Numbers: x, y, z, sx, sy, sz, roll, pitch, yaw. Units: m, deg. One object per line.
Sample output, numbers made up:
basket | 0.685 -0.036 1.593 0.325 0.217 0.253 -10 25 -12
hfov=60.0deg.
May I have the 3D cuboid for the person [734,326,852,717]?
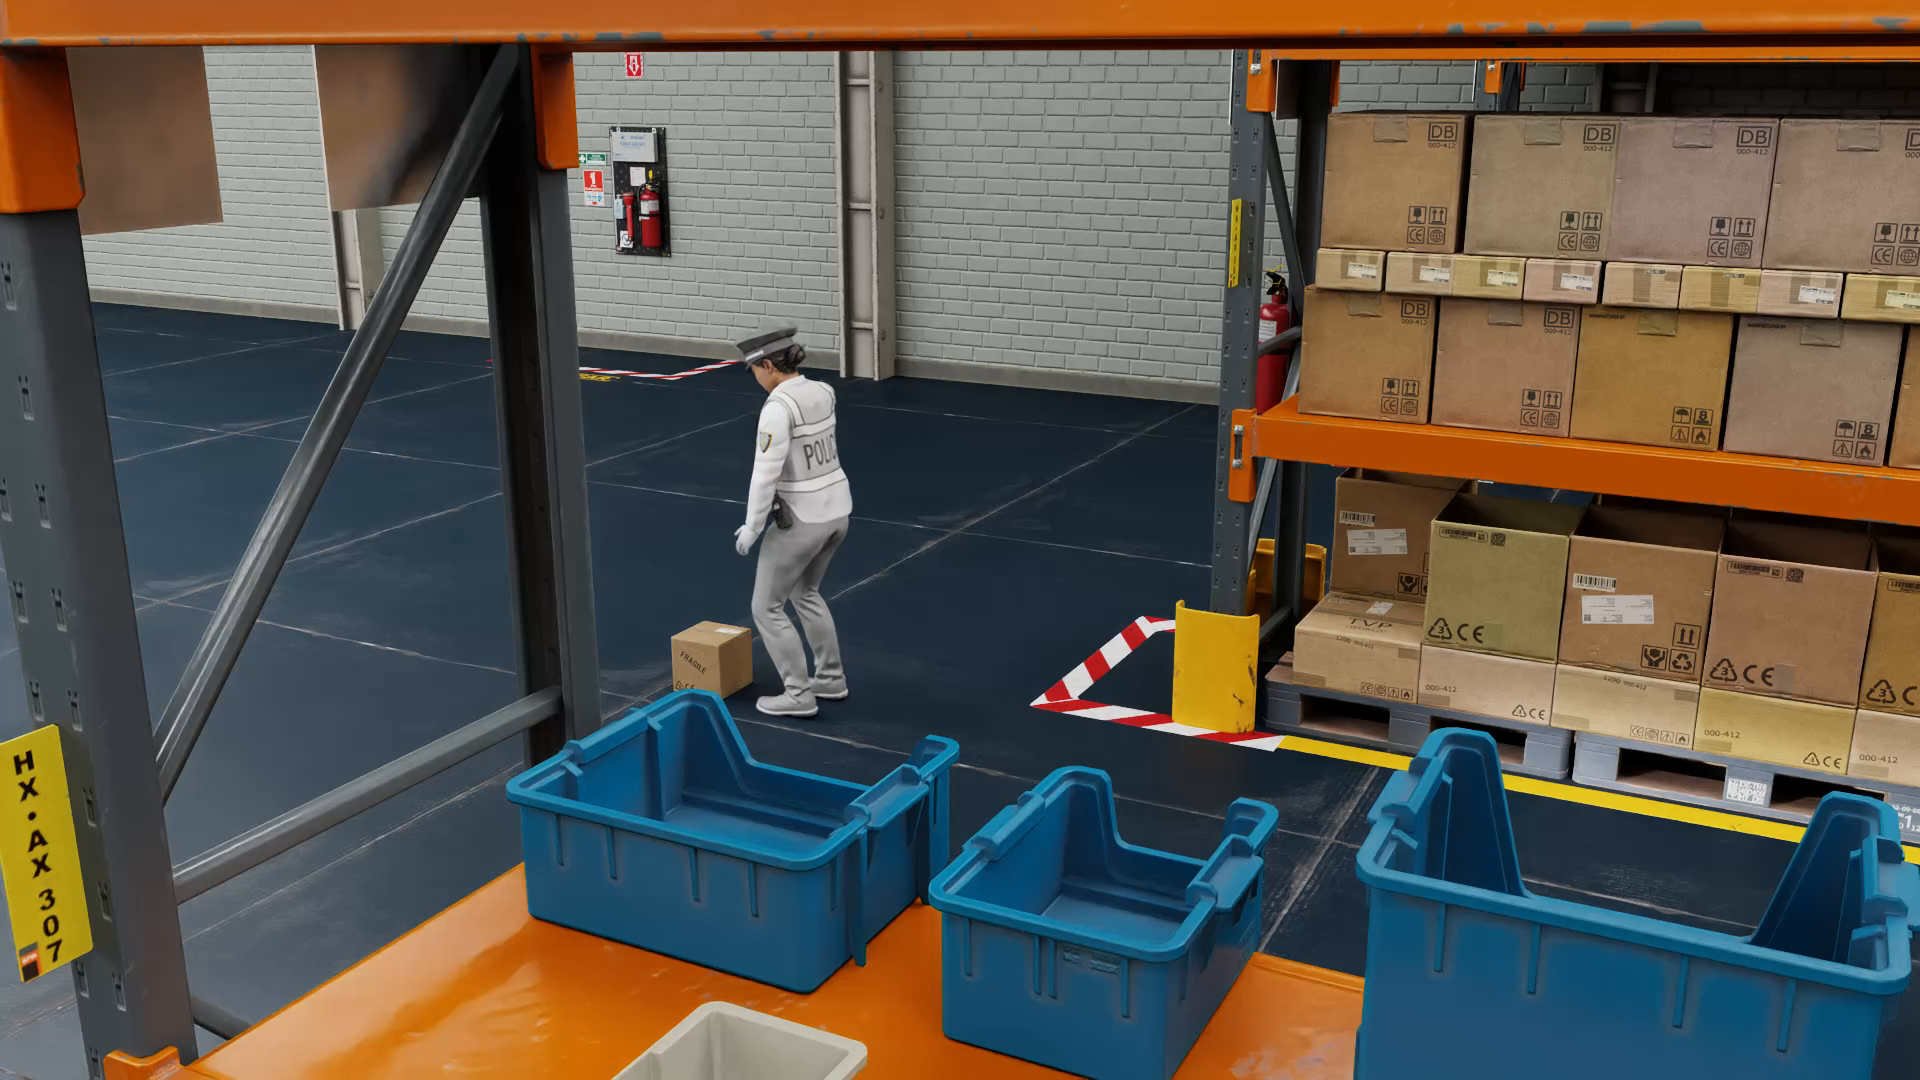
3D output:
person | -0.691 -0.069 6.863 0.446 1.626 0.500 8 18 27
